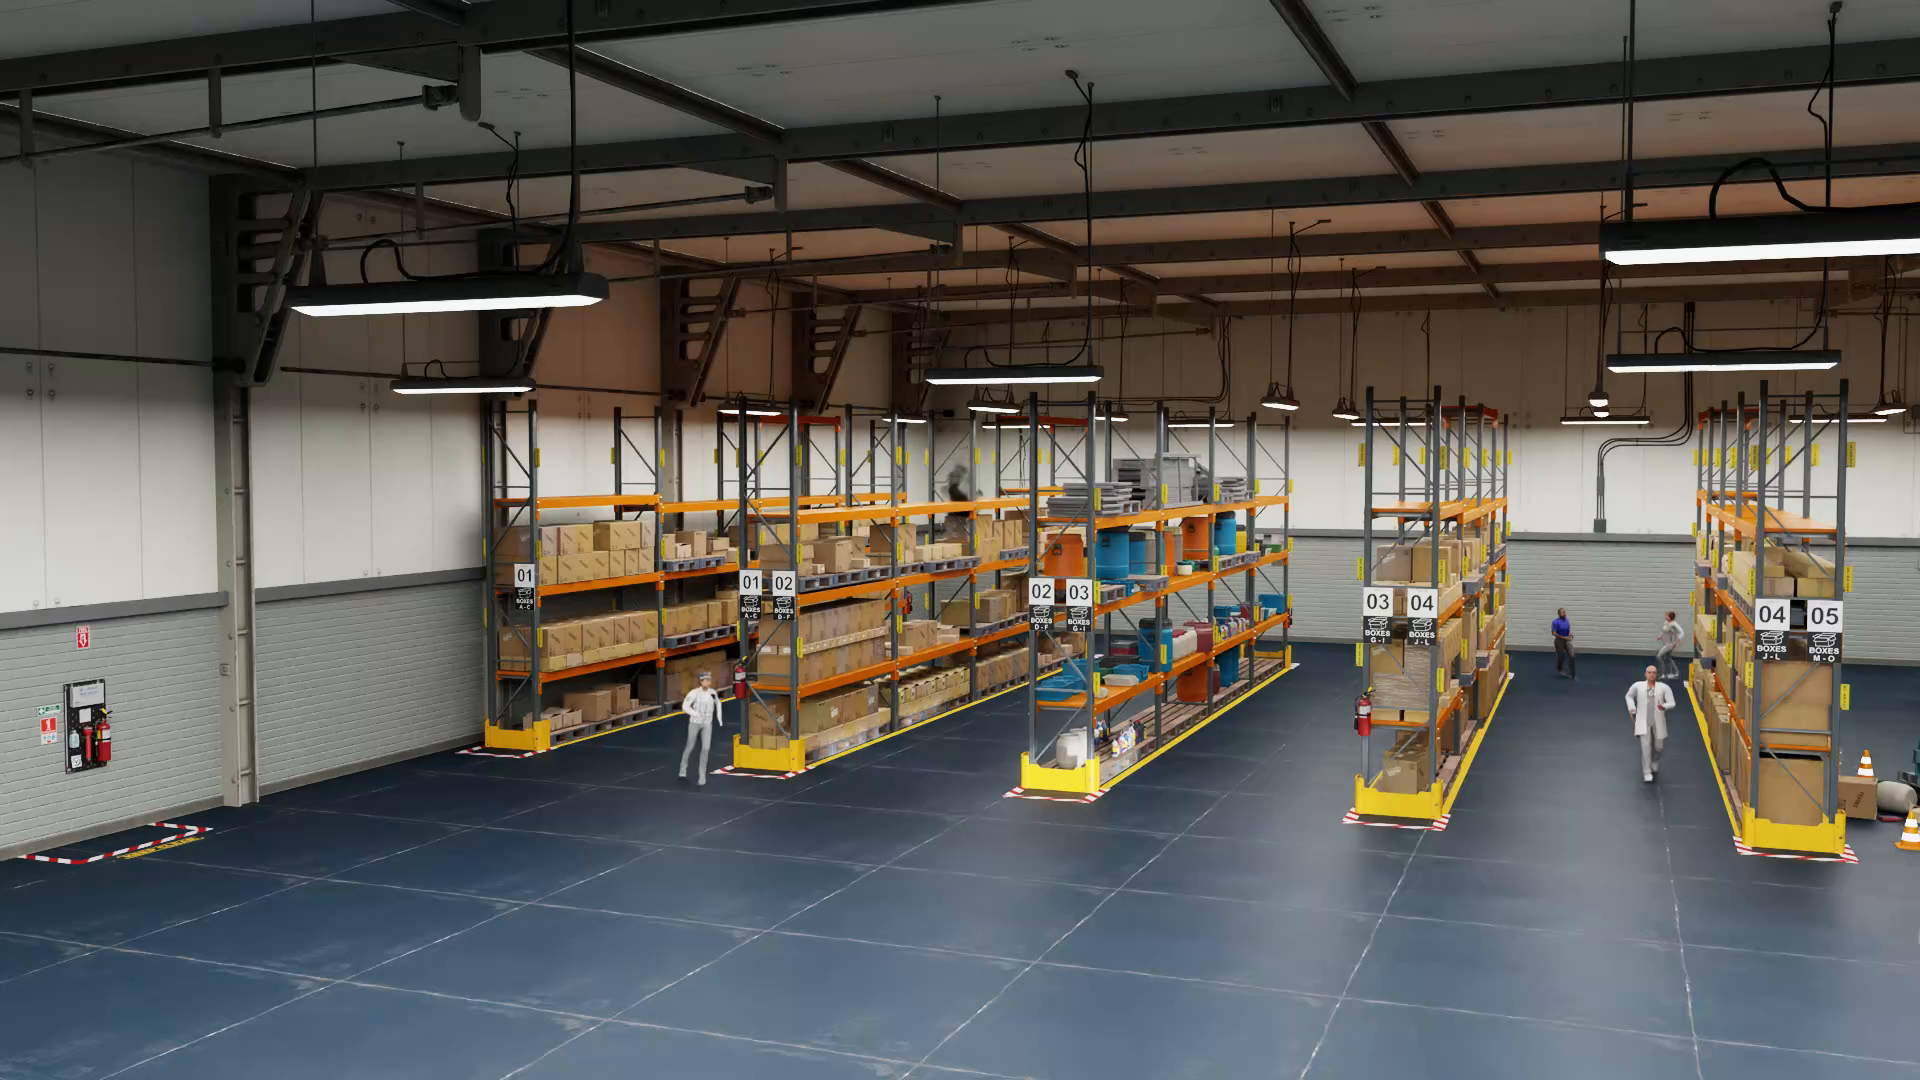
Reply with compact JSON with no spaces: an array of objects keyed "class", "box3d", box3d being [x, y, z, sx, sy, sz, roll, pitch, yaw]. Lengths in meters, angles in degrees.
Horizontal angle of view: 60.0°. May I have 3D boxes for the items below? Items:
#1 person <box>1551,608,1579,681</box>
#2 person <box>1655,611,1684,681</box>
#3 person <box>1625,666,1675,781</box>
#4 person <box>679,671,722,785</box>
[{"class":"person","box3d":[13.605,2.366,37.701,0.606,1.698,0.747,-1,3,-10]},{"class":"person","box3d":[15.922,2.394,37.304,0.630,1.578,0.604,0,3,-3]},{"class":"person","box3d":[10.755,2.839,25.916,0.719,1.752,0.979,1,3,19]},{"class":"person","box3d":[-3.973,2.877,25.747,0.669,1.694,0.833,-1,3,-24]}]
